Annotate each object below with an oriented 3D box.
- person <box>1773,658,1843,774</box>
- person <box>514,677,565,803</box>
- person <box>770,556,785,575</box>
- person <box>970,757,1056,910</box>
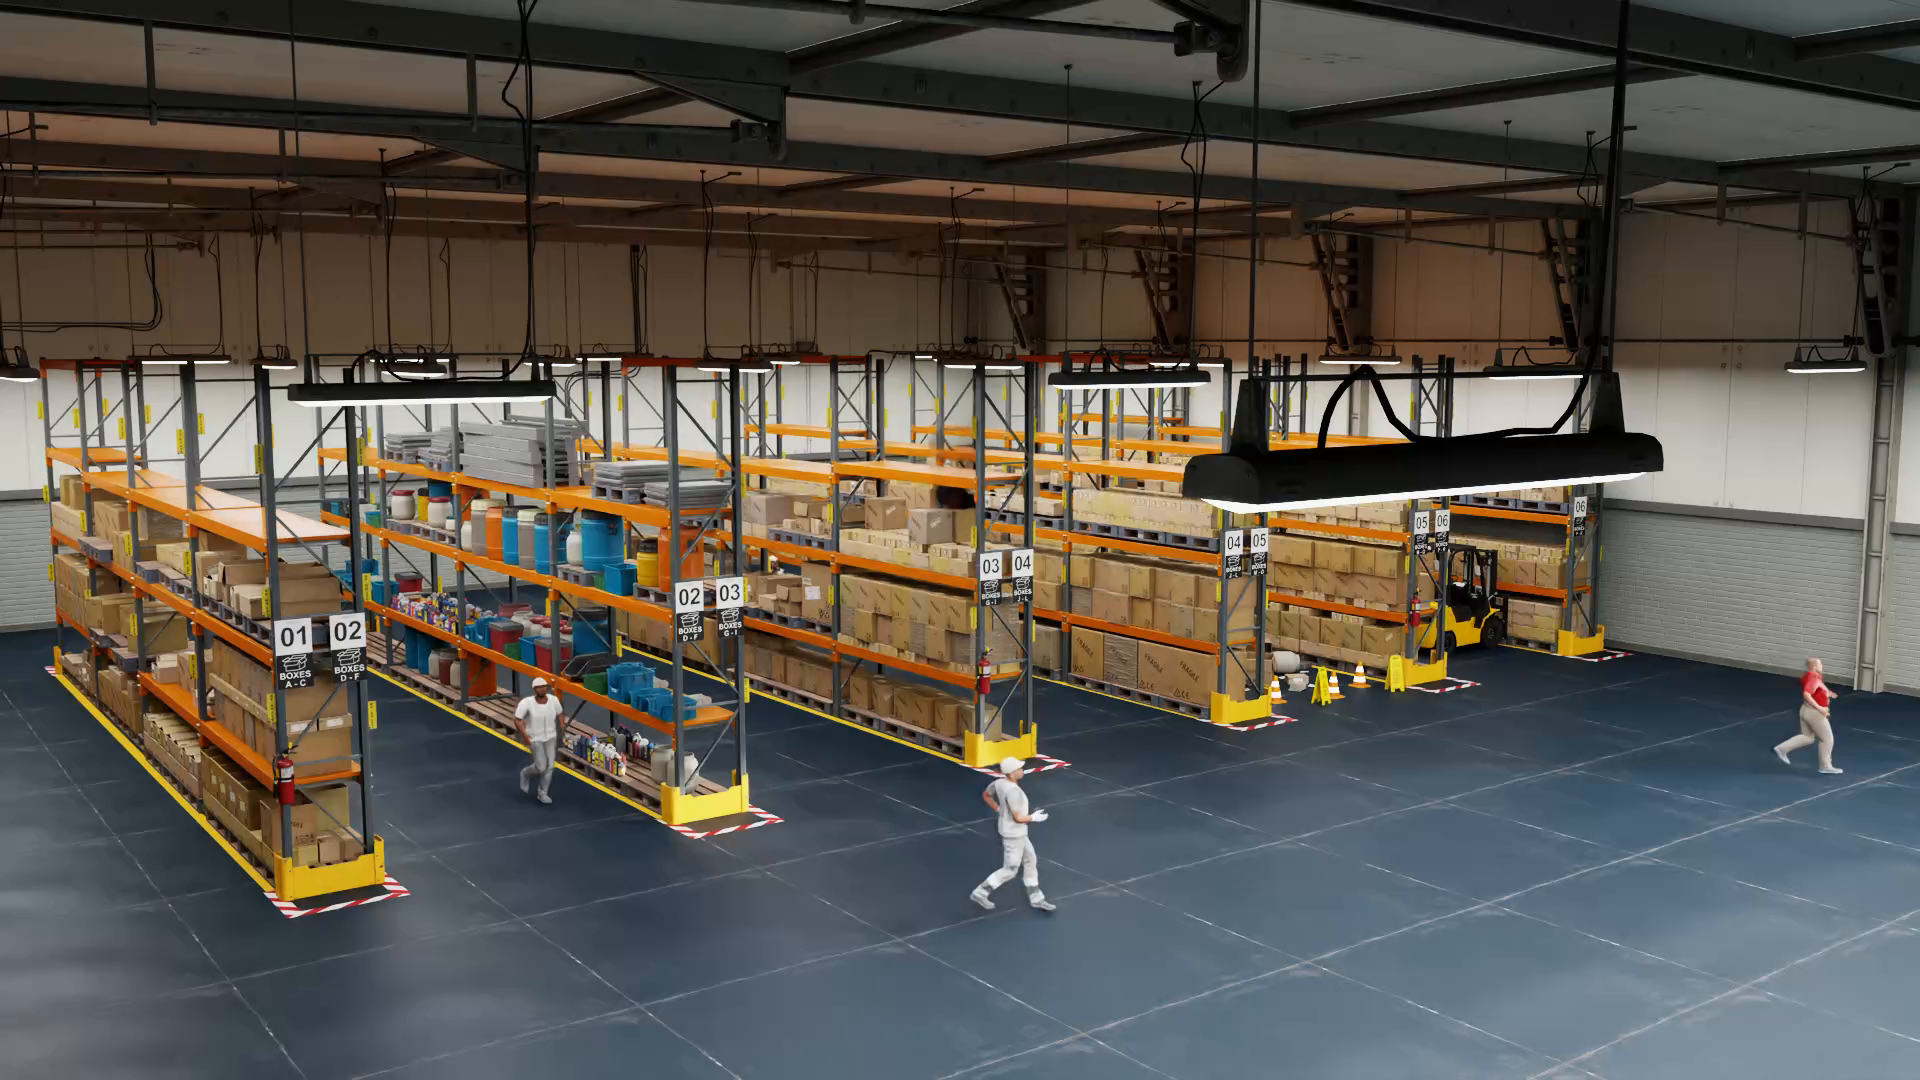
[{"bbox_3d":[12.481,2.561,24.348,0.900,1.696,0.675,1,7,10],"label":"person"},{"bbox_3d":[-5.772,2.734,22.931,0.691,1.734,0.632,-5,9,-37],"label":"person"},{"bbox_3d":[-3.939,1.193,35.698,0.682,1.734,0.703,-4,8,-32],"label":"person"},{"bbox_3d":[0.603,3.206,18.324,0.961,1.693,0.670,-1,7,-10],"label":"person"}]
